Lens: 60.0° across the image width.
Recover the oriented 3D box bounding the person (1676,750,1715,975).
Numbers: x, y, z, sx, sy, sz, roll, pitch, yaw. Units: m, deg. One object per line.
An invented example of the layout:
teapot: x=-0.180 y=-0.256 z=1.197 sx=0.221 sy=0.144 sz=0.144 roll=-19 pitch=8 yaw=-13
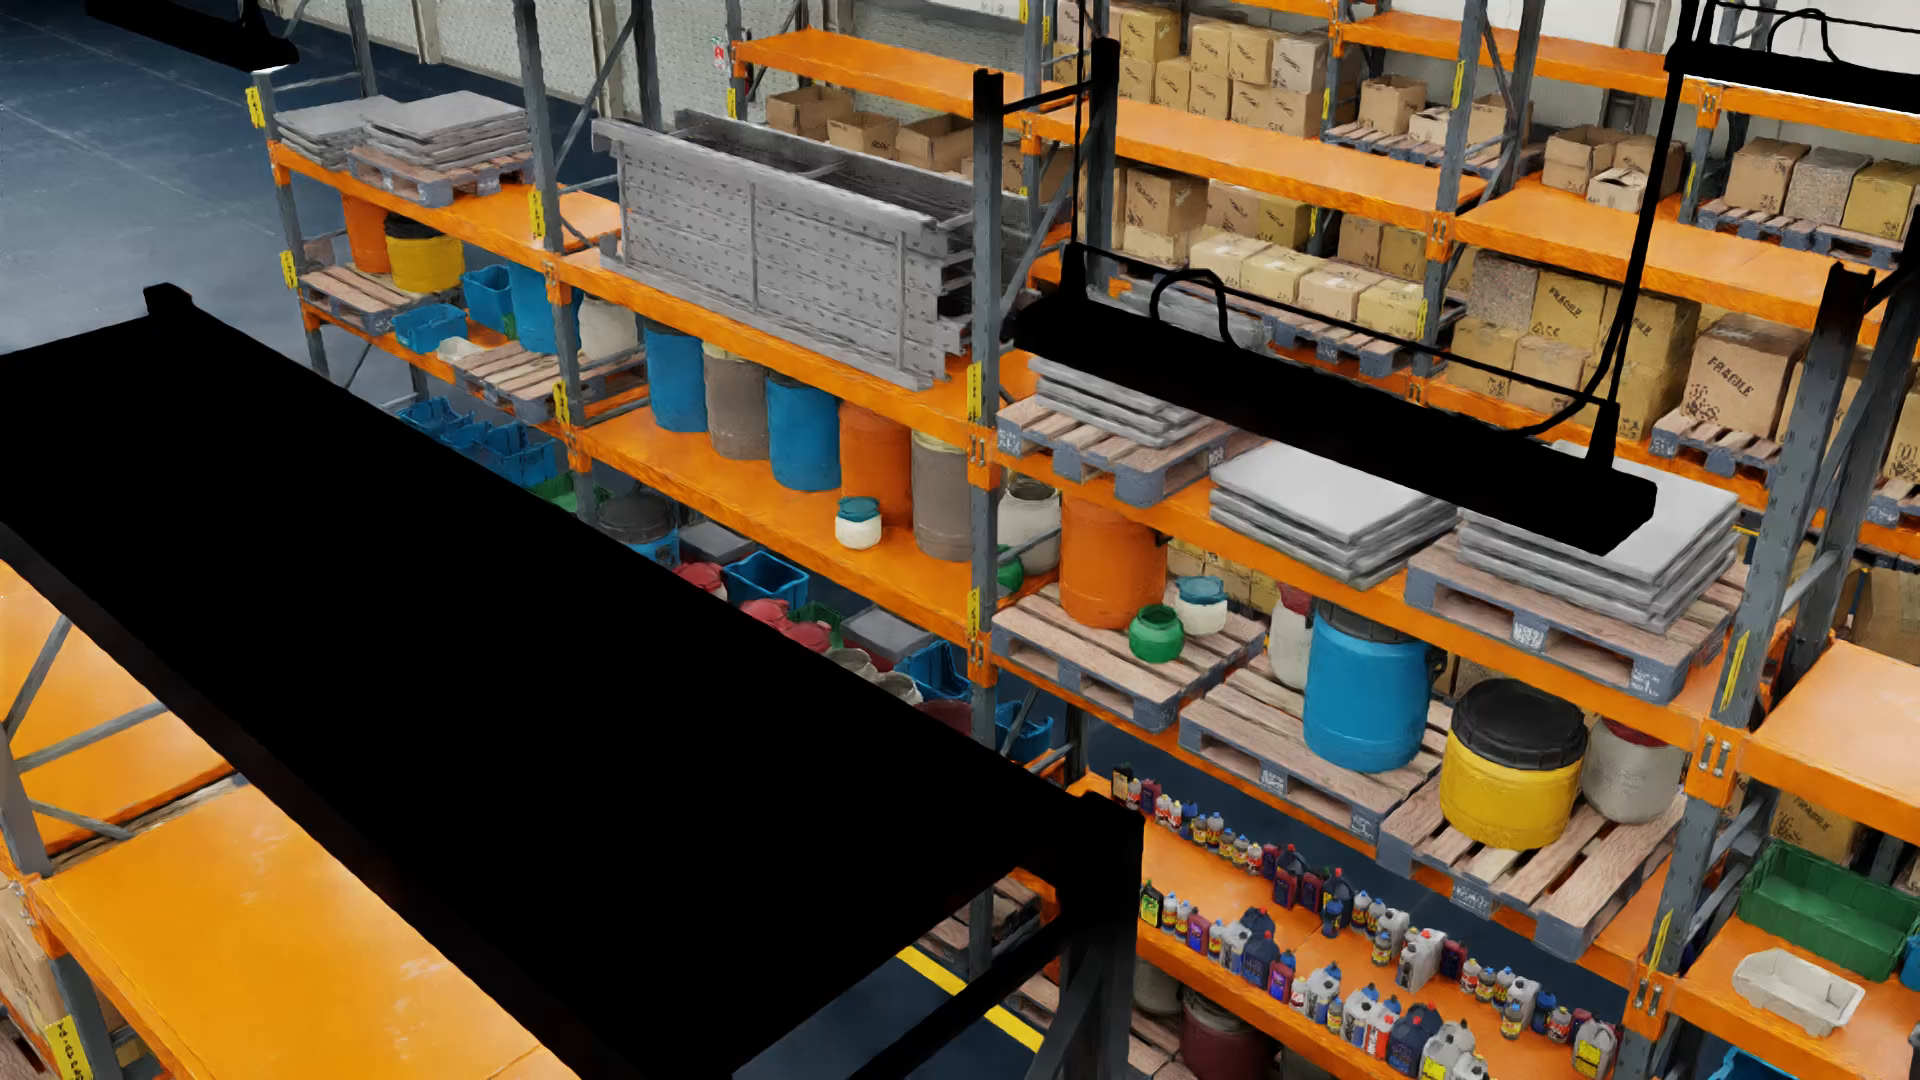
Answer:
person: x=4.781 y=2.087 z=10.923 sx=0.517 sy=1.596 sz=0.625 roll=23 pitch=37 yaw=35
